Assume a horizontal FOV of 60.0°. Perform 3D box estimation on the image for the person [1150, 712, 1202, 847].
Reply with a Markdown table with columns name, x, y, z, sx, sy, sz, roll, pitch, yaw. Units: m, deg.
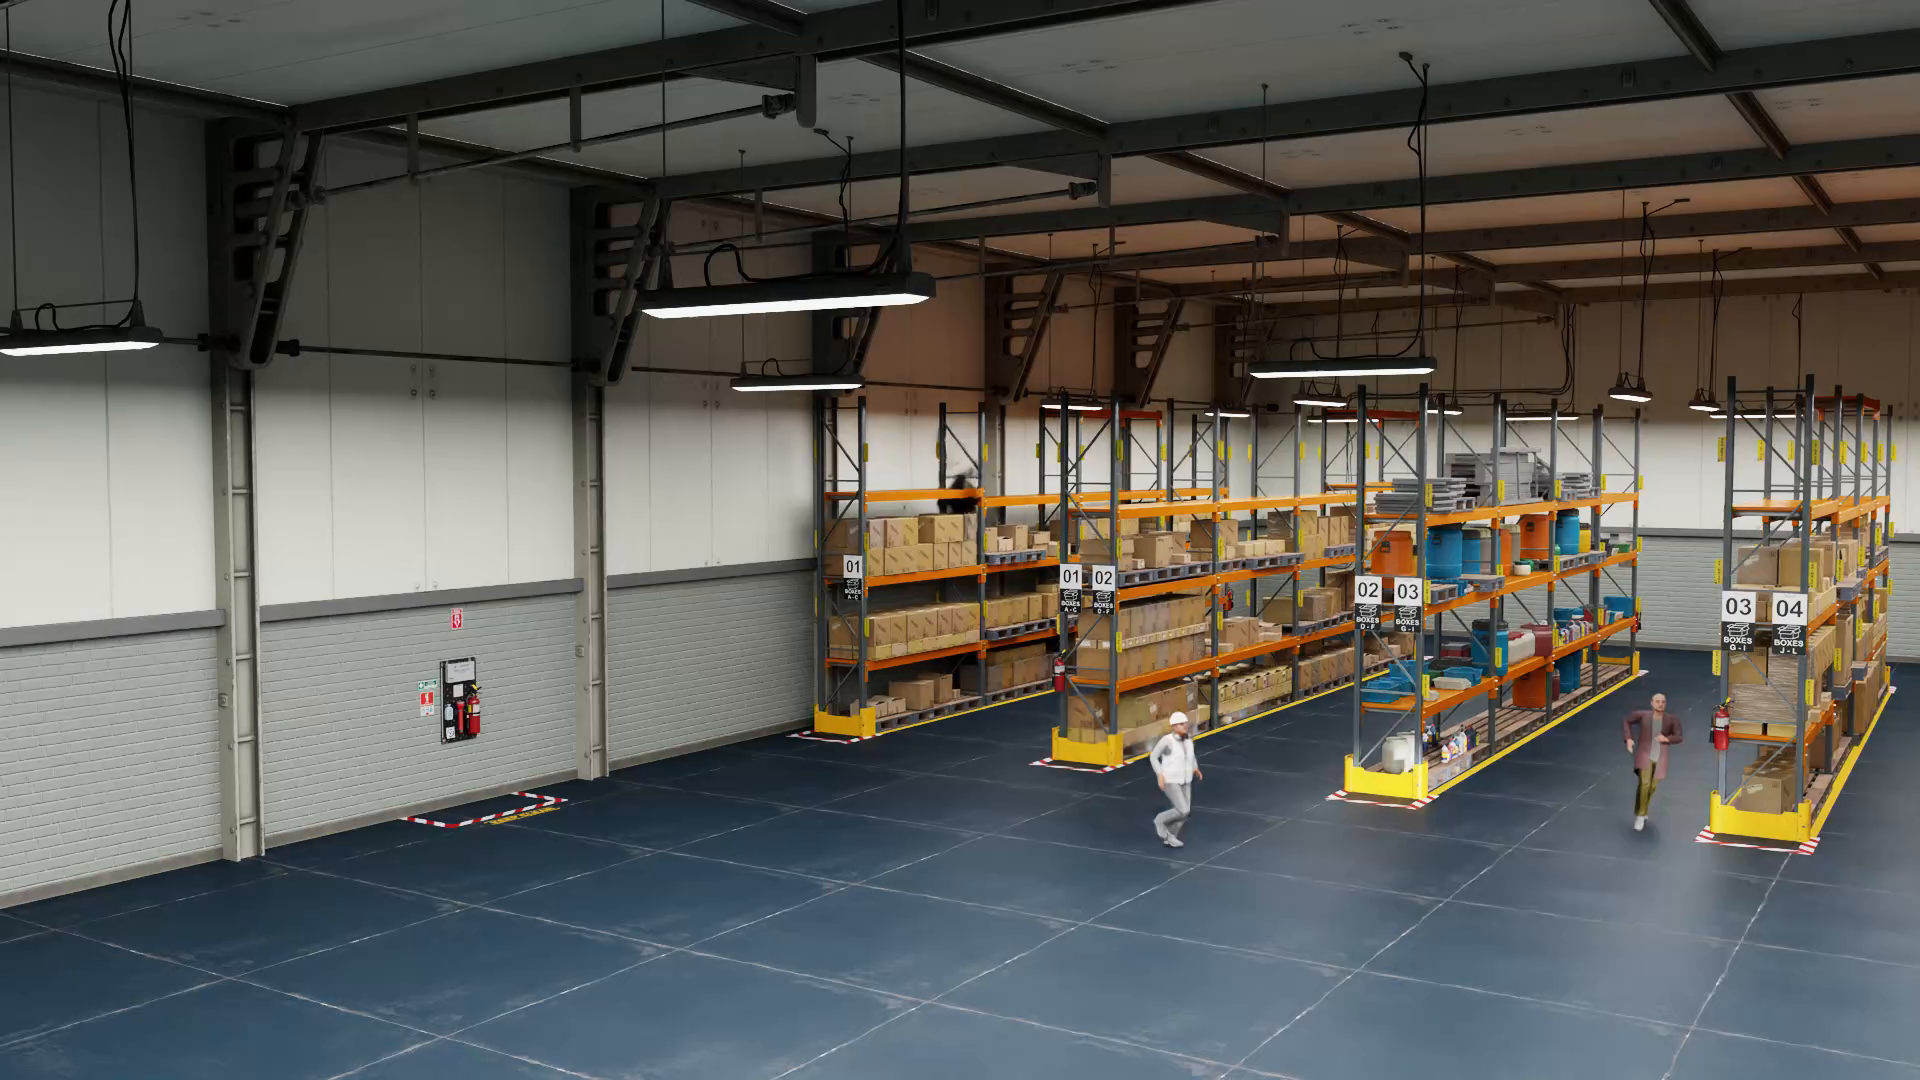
| name | x | y | z | sx | sy | sz | roll | pitch | yaw |
| --- | --- | --- | --- | --- | --- | --- | --- | --- | --- |
| person | 2.765 | 3.036 | 21.025 | 0.646 | 1.723 | 0.609 | -2 | 4 | -37 |

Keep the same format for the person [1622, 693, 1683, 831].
| name | x | y | z | sx | sy | sz | roll | pitch | yaw |
| --- | --- | --- | --- | --- | --- | --- | --- | --- | --- |
| person | 9.309 | 2.960 | 22.354 | 0.703 | 1.818 | 0.795 | 0 | 3 | 7 |
